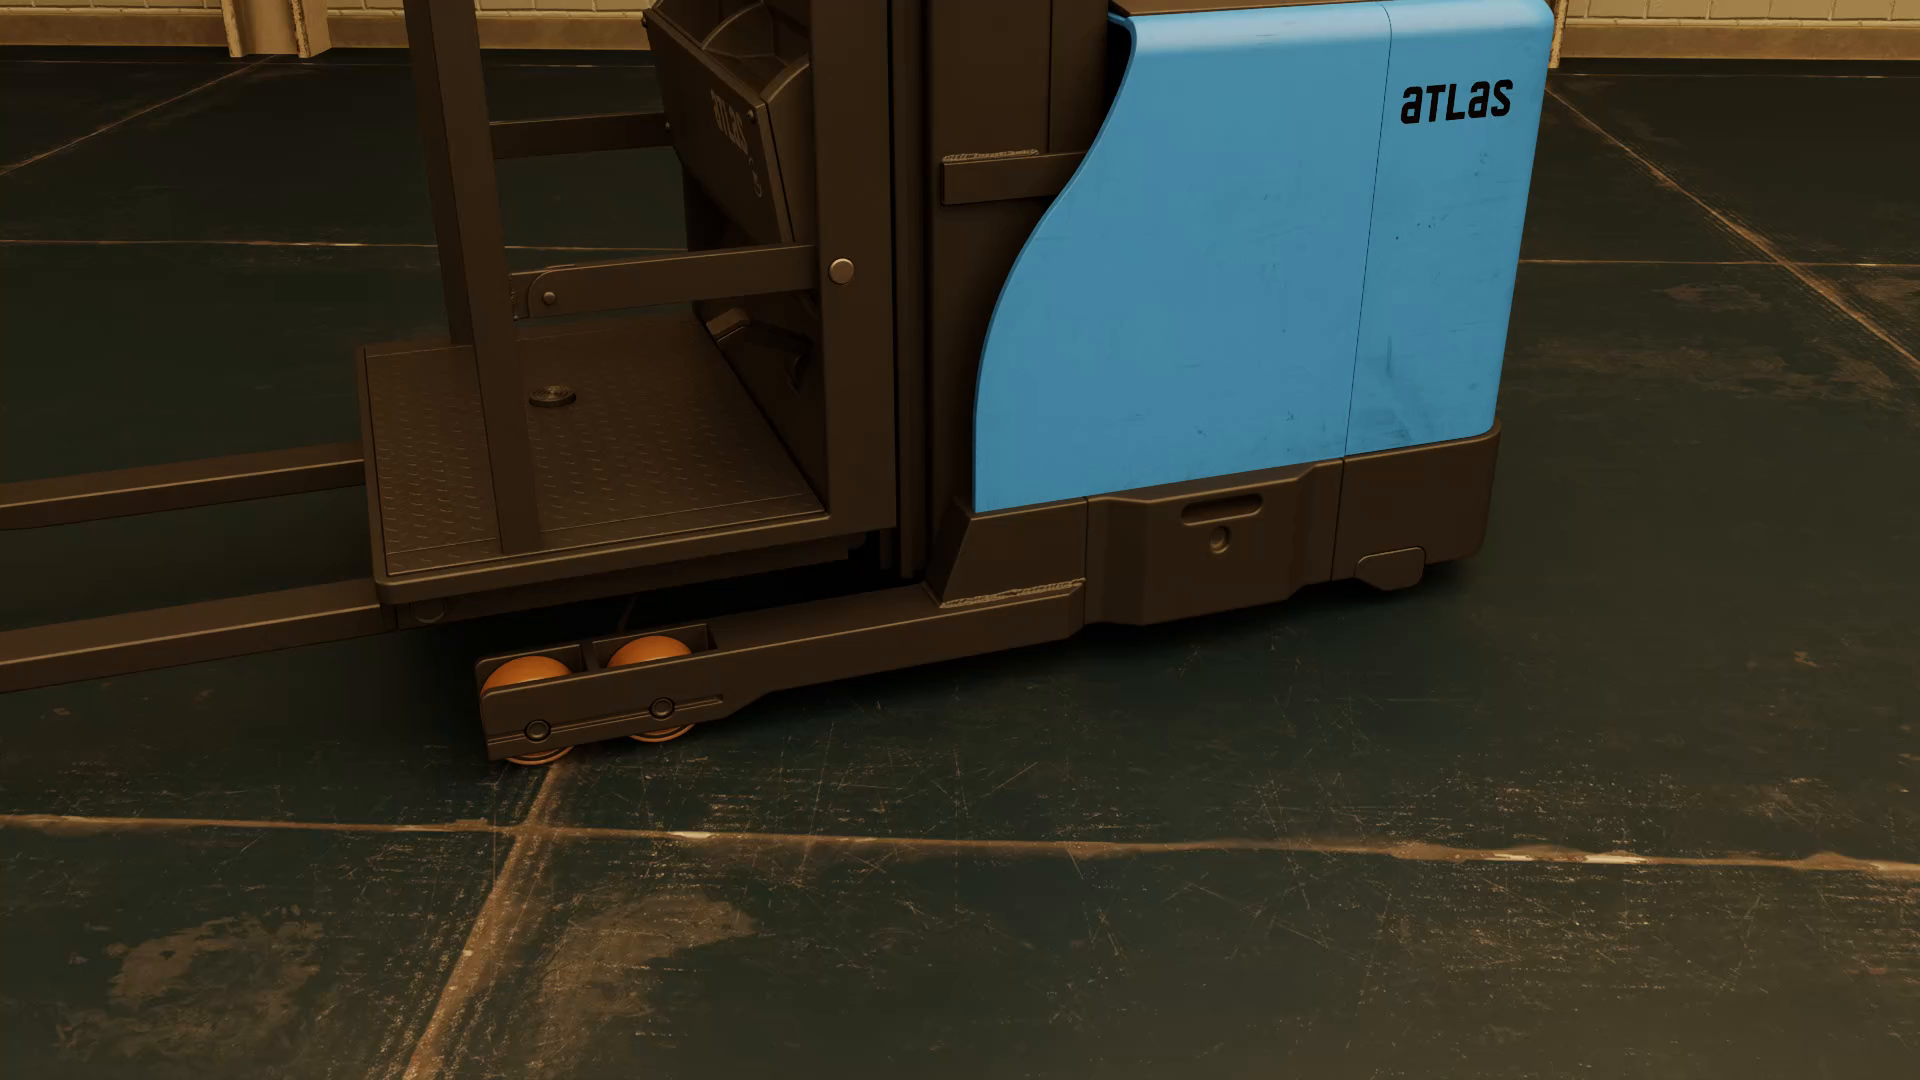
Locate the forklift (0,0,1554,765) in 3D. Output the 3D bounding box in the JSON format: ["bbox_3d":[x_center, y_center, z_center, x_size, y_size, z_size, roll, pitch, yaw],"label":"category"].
[{"bbox_3d":[-0.573,-1.224,2.502,3.031,2.935,1.130,-9,28,-17],"label":"forklift"}]
